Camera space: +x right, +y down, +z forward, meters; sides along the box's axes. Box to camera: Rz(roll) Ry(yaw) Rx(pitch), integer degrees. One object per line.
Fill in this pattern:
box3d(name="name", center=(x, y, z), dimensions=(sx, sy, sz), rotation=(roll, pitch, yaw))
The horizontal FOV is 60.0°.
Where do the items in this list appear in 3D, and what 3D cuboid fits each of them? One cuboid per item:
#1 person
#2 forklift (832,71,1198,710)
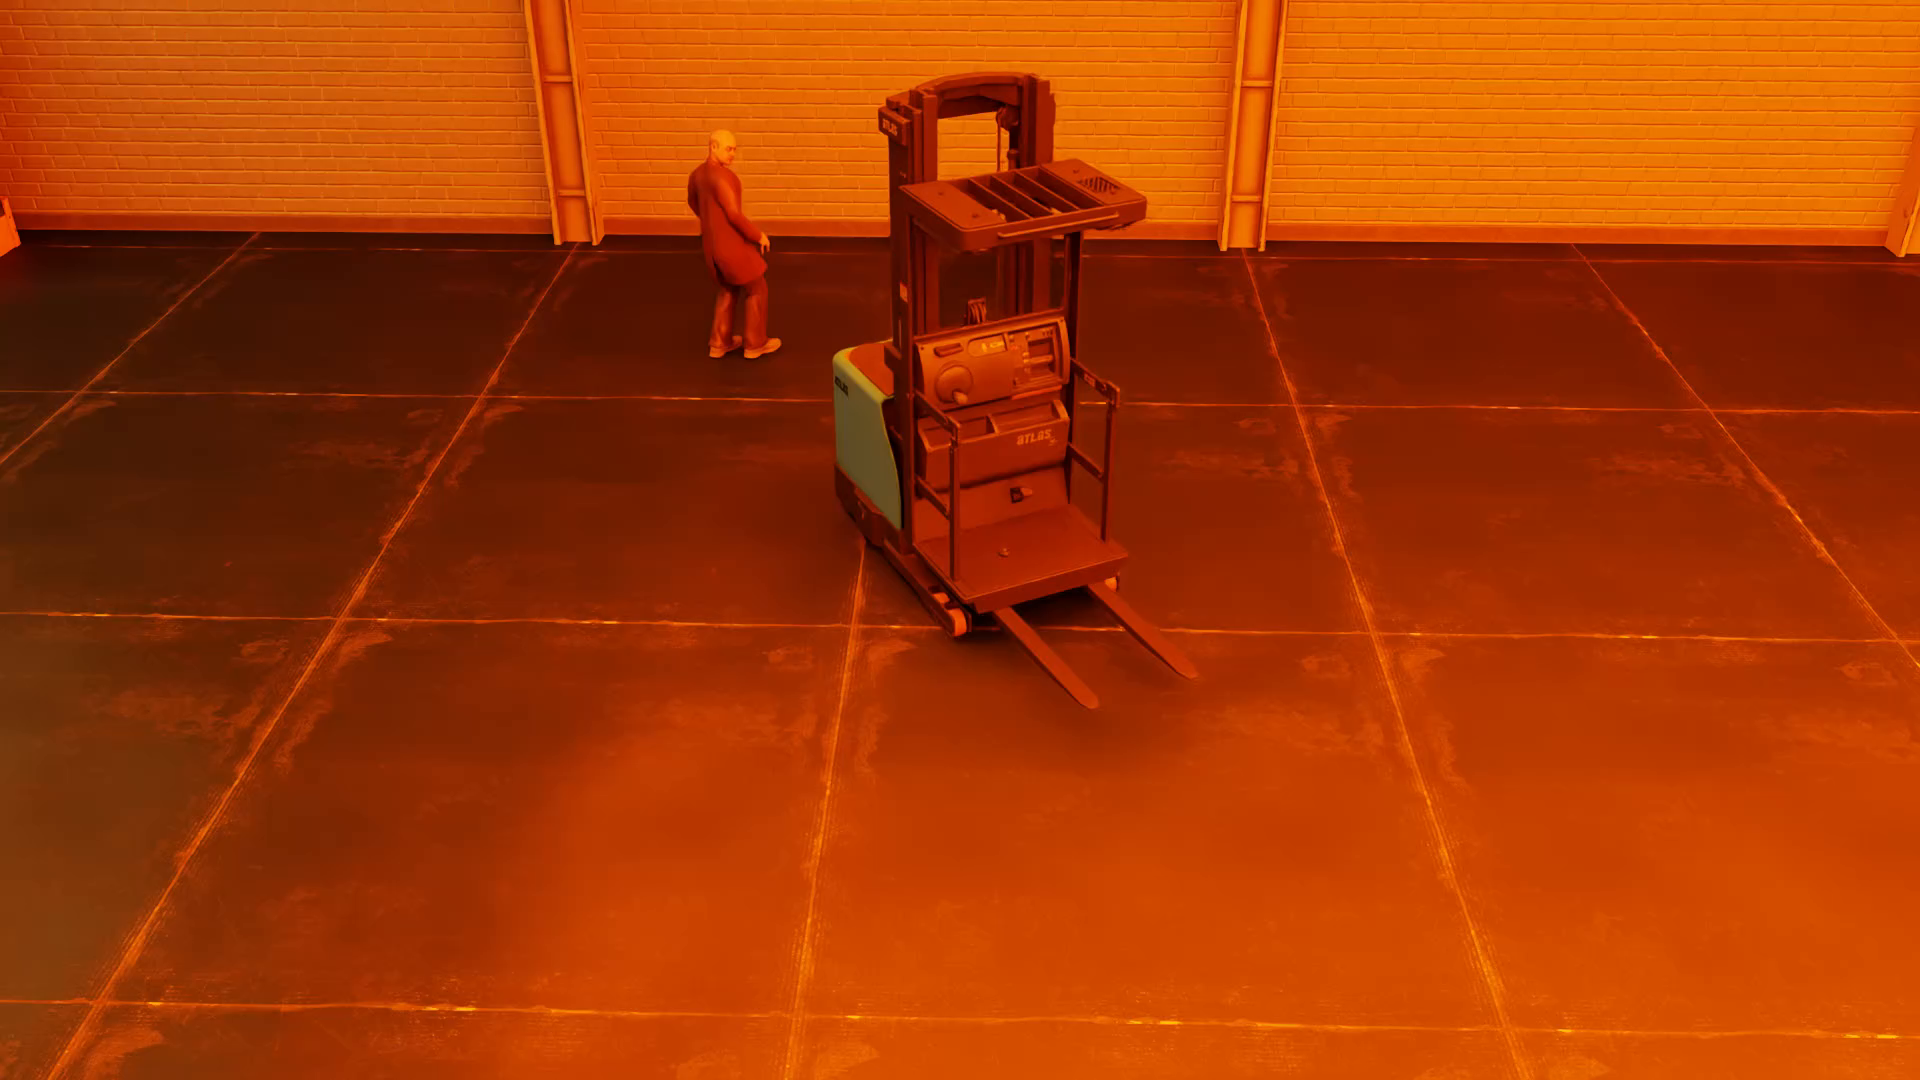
box3d(name="person", center=(-1.719, -2.240, 12.594), dimensions=(0.551, 1.745, 0.788), rotation=(-25, 39, -36))
box3d(name="forklift", center=(0.294, -0.962, 9.246), dimensions=(1.130, 2.935, 3.031), rotation=(-14, 33, -23))
